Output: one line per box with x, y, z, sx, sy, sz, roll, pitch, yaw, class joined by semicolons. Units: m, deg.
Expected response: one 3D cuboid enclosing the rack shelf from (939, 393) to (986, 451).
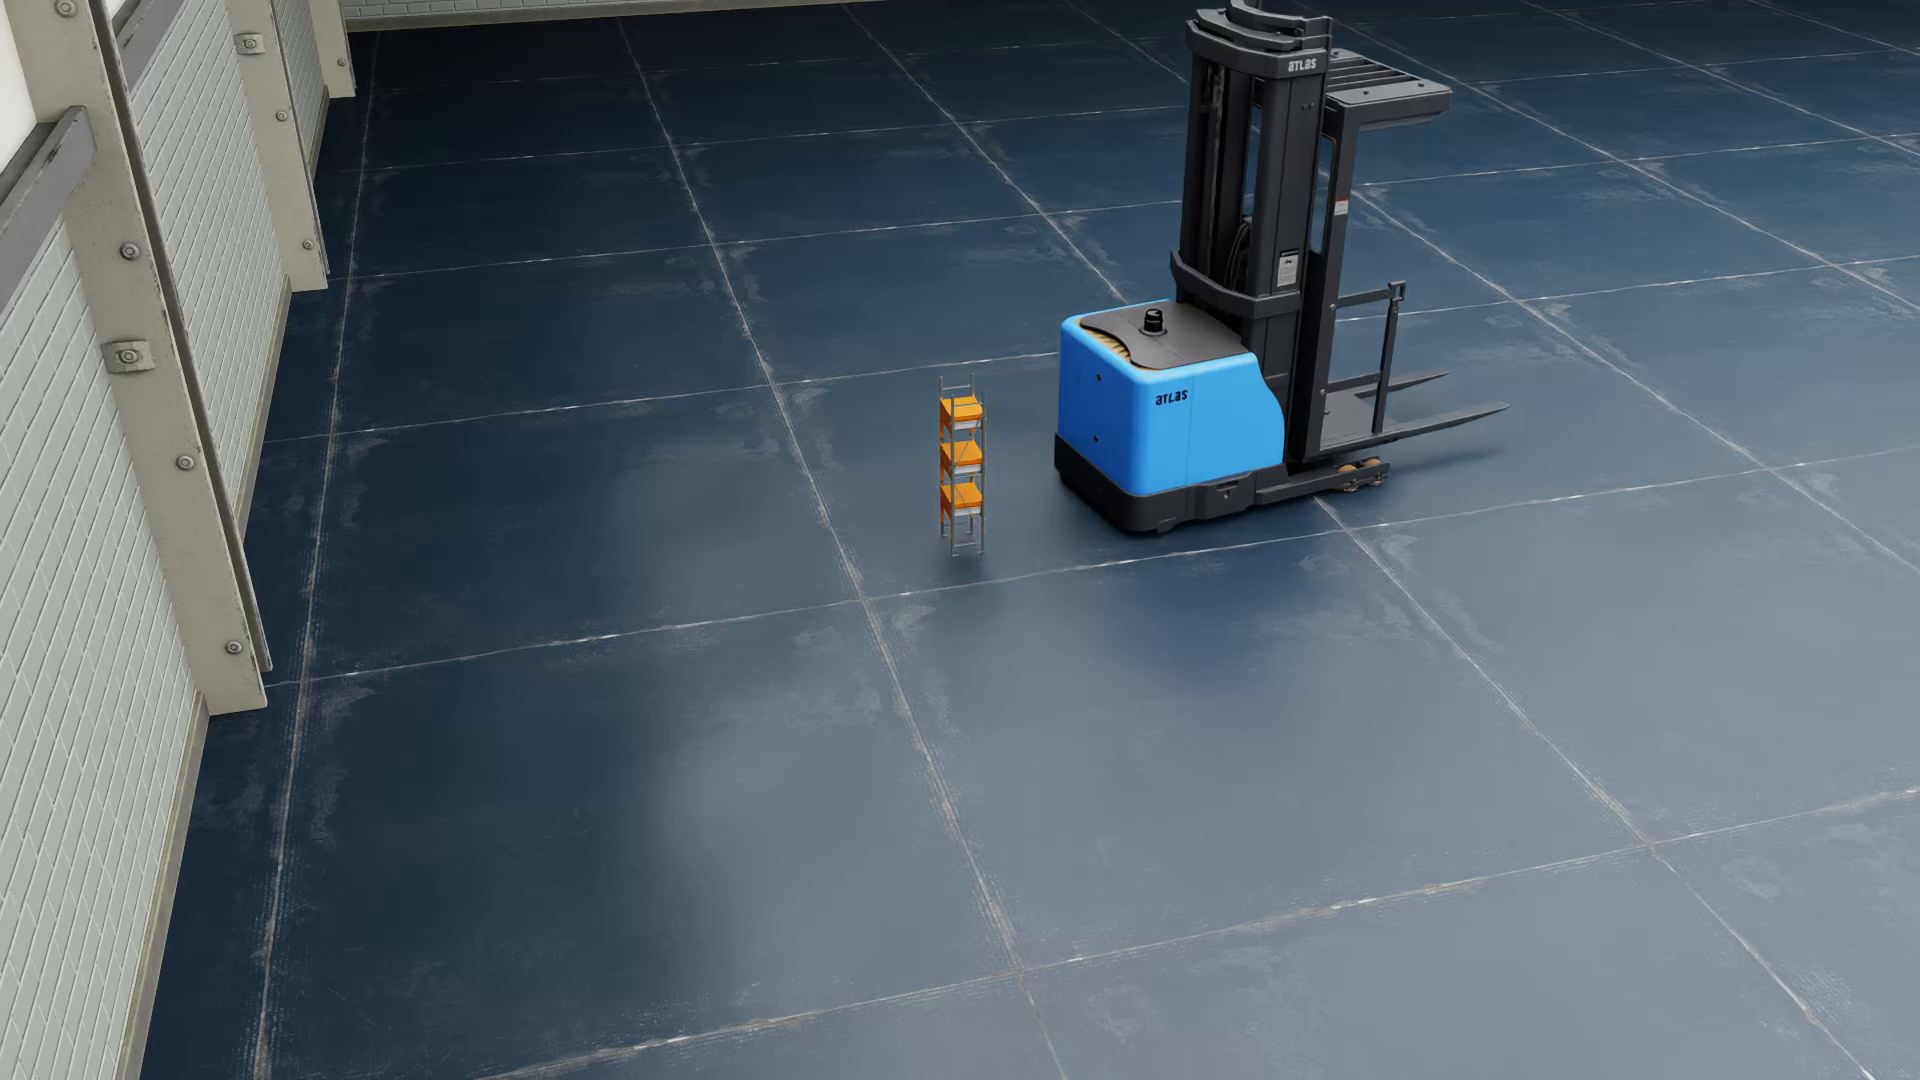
0.014;-0.665;9.537;0.215;0.259;0.240;-8;31;-13;rack shelf

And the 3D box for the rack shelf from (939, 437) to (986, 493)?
0.014;-0.419;9.679;0.215;0.259;0.240;-8;31;-13;rack shelf

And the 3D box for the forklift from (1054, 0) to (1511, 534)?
2.161;-1.798;10.161;3.031;2.935;1.130;-13;33;-22;forklift

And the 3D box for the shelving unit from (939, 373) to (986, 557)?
0.014;-0.429;9.673;0.215;1.050;0.252;-8;31;-13;shelving unit

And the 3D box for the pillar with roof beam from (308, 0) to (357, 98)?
-2.783;-9.483;17.381;9.100;9.000;0.400;-8;31;-13;pillar with roof beam

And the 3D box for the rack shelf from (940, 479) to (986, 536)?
0.014;-0.179;9.818;0.215;0.259;0.240;-8;31;-13;rack shelf

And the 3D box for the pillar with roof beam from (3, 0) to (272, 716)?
0.402;-3.687;7.368;9.100;9.000;0.400;-8;31;-13;pillar with roof beam

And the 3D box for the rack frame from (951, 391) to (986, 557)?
0.047;-0.370;9.572;0.200;1.050;0.008;-8;31;-13;rack frame

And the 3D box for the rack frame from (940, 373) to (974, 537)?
-0.018;-0.487;9.775;0.200;1.050;0.008;-8;31;-13;rack frame

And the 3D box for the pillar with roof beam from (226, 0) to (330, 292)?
-1.191;-6.585;12.375;9.100;9.000;0.400;-8;31;-13;pillar with roof beam
